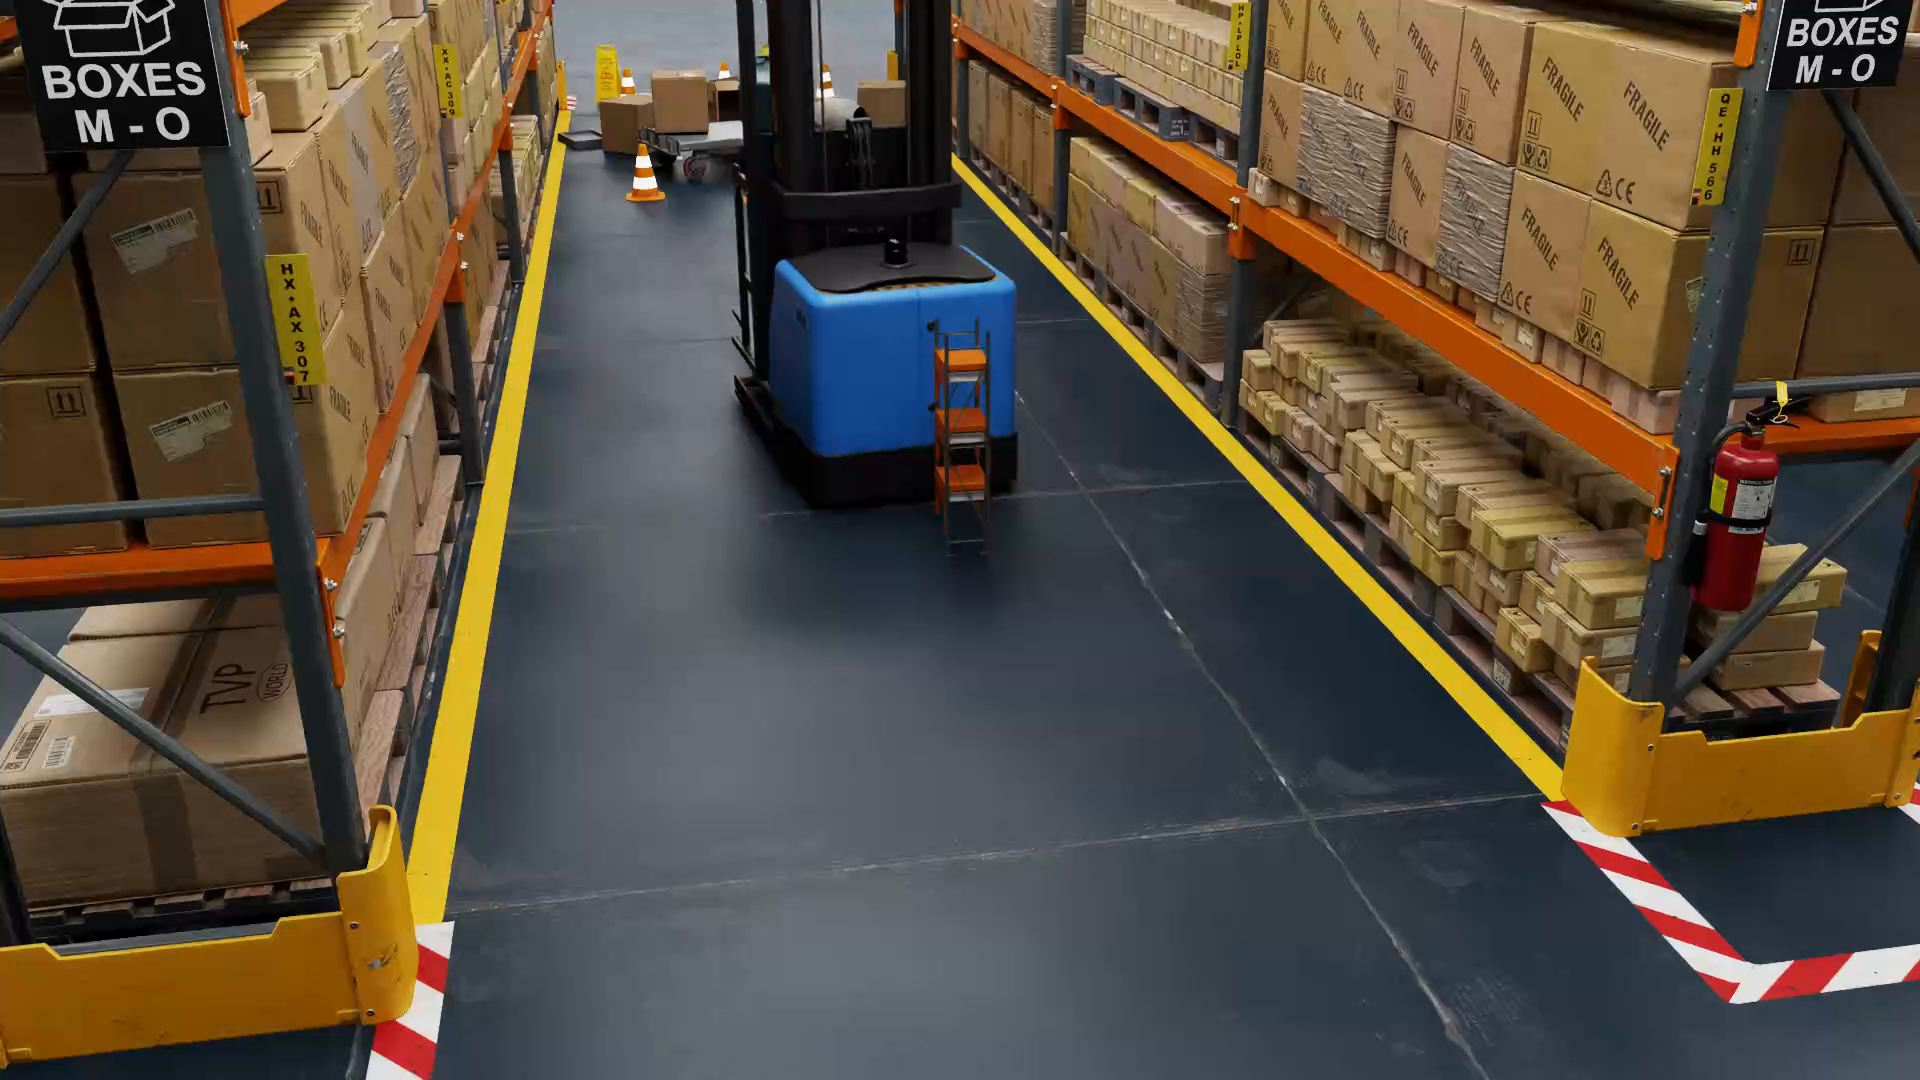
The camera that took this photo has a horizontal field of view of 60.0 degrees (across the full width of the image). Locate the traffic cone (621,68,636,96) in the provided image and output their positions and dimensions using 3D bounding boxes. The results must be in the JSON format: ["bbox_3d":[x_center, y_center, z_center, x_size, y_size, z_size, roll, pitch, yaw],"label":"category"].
[{"bbox_3d":[-3.770,-5.118,18.891,0.336,0.463,0.334,-4,24,-10],"label":"traffic cone"}]

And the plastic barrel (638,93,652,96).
[{"bbox_3d":[-3.247,-4.473,17.463,0.512,0.421,0.421,13,27,27],"label":"plastic barrel"}]

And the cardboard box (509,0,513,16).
[{"bbox_3d":[-3.787,-4.386,13.024,0.500,0.500,0.500,-5,24,-12],"label":"cardboard box"}]

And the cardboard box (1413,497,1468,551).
[{"bbox_3d":[2.103,-0.083,6.857,0.380,0.149,0.250,-4,24,-9],"label":"cardboard box"}]

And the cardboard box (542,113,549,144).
[{"bbox_3d":[-4.221,-3.965,15.992,0.500,0.250,0.500,-5,24,-12],"label":"cardboard box"}]

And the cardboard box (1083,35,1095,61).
[{"bbox_3d":[1.092,-3.500,11.805,0.380,0.149,0.250,-5,24,-10],"label":"cardboard box"}]

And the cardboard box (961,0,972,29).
[{"bbox_3d":[0.301,-5.006,15.340,0.500,0.500,0.500,-4,24,-9],"label":"cardboard box"}]

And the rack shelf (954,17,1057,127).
[{"bbox_3d":[0.838,-4.071,14.222,1.077,0.370,4.000,-4,24,-10],"label":"rack shelf"}]

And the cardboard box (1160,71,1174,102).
[{"bbox_3d":[1.436,-2.771,10.137,0.380,0.149,0.250,-3,24,-7],"label":"cardboard box"}]

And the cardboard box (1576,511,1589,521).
[{"bbox_3d":[2.632,-0.122,6.948,0.380,0.149,0.250,-5,24,-12],"label":"cardboard box"}]

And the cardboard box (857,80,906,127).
[{"bbox_3d":[-0.827,-4.577,17.603,0.500,0.500,0.500,0,24,-1],"label":"cardboard box"}]

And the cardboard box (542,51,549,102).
[{"bbox_3d":[-4.332,-4.519,16.322,0.500,0.500,0.500,-3,24,-8],"label":"cardboard box"}]

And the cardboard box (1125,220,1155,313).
[{"bbox_3d":[1.378,-1.764,10.639,0.500,0.500,0.500,-5,24,-11],"label":"cardboard box"}]

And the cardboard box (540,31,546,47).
[{"bbox_3d":[-4.335,-4.968,16.540,0.380,0.149,0.250,-3,24,-7],"label":"cardboard box"}]

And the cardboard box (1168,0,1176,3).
[{"bbox_3d":[1.390,-3.856,12.706,0.500,0.500,0.500,-4,24,-9],"label":"cardboard box"}]

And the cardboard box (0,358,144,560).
[{"bbox_3d":[-2.508,-0.277,4.511,0.500,0.500,0.500,-4,24,-9],"label":"cardboard box"}]

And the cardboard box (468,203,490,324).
[{"bbox_3d":[-3.431,-1.797,10.248,0.875,0.875,0.875,-4,24,-9],"label":"cardboard box"}]

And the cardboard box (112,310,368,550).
[{"bbox_3d":[-1.965,-0.317,4.603,0.500,0.500,0.500,-4,24,-10],"label":"cardboard box"}]

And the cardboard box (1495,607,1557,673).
[{"bbox_3d":[2.238,0.362,6.211,0.380,0.149,0.250,-4,24,-8],"label":"cardboard box"}]

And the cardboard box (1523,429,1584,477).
[{"bbox_3d":[2.662,-0.373,7.150,0.380,0.149,0.250,-4,24,-9],"label":"cardboard box"}]

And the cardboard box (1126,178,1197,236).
[{"bbox_3d":[1.368,-2.115,10.507,0.500,0.250,0.500,-5,24,-12],"label":"cardboard box"}]

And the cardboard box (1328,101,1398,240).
[{"bbox_3d":[1.948,-1.614,7.202,0.500,0.500,0.500,-5,24,-11],"label":"cardboard box"}]

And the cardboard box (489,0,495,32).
[{"bbox_3d":[-3.285,-3.528,10.705,0.500,0.500,0.500,-5,24,-11],"label":"cardboard box"}]

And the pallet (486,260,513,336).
[{"bbox_3d":[-3.566,-1.614,11.182,1.003,0.211,1.213,-4,24,-10],"label":"pallet"}]

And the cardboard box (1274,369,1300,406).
[{"bbox_3d":[1.835,-0.804,8.508,0.380,0.149,0.250,-4,24,-9],"label":"cardboard box"}]

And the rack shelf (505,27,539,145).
[{"bbox_3d":[-4.008,-3.665,13.292,1.077,0.370,4.000,-4,24,-10],"label":"rack shelf"}]

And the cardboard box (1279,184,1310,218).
[{"bbox_3d":[1.799,-1.693,8.194,0.380,0.149,0.250,-4,24,-8],"label":"cardboard box"}]

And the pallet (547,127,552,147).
[{"bbox_3d":[-4.766,-4.246,17.207,1.003,0.211,1.213,-4,24,-10],"label":"pallet"}]

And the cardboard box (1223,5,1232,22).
[{"bbox_3d":[1.934,-3.403,10.839,0.380,0.149,0.250,-4,24,-10],"label":"cardboard box"}]

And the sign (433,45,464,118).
[{"bbox_3d":[-2.353,-2.109,7.650,0.100,0.325,0.005,-4,24,-10],"label":"sign"}]

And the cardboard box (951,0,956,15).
[{"bbox_3d":[0.388,-5.400,16.179,0.875,0.550,0.550,-4,24,-10],"label":"cardboard box"}]

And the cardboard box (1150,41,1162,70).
[{"bbox_3d":[1.393,-3.010,10.312,0.380,0.149,0.250,-3,24,-8],"label":"cardboard box"}]

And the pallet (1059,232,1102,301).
[{"bbox_3d":[1.351,-2.028,12.130,1.003,0.211,1.213,-4,24,-10],"label":"pallet"}]

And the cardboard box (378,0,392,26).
[{"bbox_3d":[-2.587,-2.226,6.915,0.380,0.149,0.250,-4,24,-8],"label":"cardboard box"}]

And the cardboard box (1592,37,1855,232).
[{"bbox_3d":[2.358,-1.269,5.162,0.500,0.500,0.500,-5,24,-11],"label":"cardboard box"}]

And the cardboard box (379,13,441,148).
[{"bbox_3d":[-2.540,-1.973,7.146,0.500,0.500,0.500,-5,24,-10],"label":"cardboard box"}]

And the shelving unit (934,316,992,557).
[{"bbox_3d":[0.010,-0.460,7.492,0.215,1.050,0.252,-4,24,-10],"label":"shelving unit"}]

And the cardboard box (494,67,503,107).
[{"bbox_3d":[-3.289,-2.959,10.965,0.500,0.250,0.500,-5,24,-12],"label":"cardboard box"}]

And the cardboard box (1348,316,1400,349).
[{"bbox_3d":[2.269,-1.078,8.765,0.380,0.149,0.250,-4,24,-8],"label":"cardboard box"}]

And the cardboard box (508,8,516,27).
[{"bbox_3d":[-3.837,-4.274,13.577,0.380,0.149,0.250,-4,24,-10],"label":"cardboard box"}]

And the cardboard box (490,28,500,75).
[{"bbox_3d":[-3.299,-3.196,10.883,0.500,0.250,0.500,-4,24,-10],"label":"cardboard box"}]

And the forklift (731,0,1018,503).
[{"bbox_3d":[-0.655,-2.085,8.862,1.130,2.935,3.031,-7,25,-16],"label":"forklift"}]

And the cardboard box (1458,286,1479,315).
[{"bbox_3d":[2.198,-0.972,6.543,0.380,0.149,0.250,-5,24,-12],"label":"cardboard box"}]

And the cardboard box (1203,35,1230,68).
[{"bbox_3d":[1.585,-2.741,9.324,0.380,0.149,0.250,-5,24,-11],"label":"cardboard box"}]

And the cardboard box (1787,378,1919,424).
[{"bbox_3d":[2.950,-0.504,5.469,0.380,0.149,0.250,-4,24,-10],"label":"cardboard box"}]

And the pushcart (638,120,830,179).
[{"bbox_3d":[-2.146,-3.768,15.905,1.648,0.377,0.936,-13,27,-28],"label":"pushcart"}]

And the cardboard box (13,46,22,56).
[{"bbox_3d":[-2.712,-1.486,5.221,0.380,0.149,0.250,-4,24,-8],"label":"cardboard box"}]

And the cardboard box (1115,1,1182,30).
[{"bbox_3d":[1.245,-3.461,10.973,0.380,0.149,0.250,-5,24,-12],"label":"cardboard box"}]

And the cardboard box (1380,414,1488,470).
[{"bbox_3d":[2.072,-0.432,7.284,0.380,0.149,0.250,-4,24,-9],"label":"cardboard box"}]

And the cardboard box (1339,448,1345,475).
[{"bbox_3d":[2.026,-0.361,7.867,0.380,0.149,0.250,-5,24,-12],"label":"cardboard box"}]

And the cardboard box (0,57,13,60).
[{"bbox_3d":[-9.224,-4.413,15.768,0.500,0.250,0.500,-3,24,-8],"label":"cardboard box"}]

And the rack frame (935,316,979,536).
[{"bbox_3d":[-0.013,-0.508,7.602,0.200,1.050,0.008,-4,24,-10],"label":"rack frame"}]

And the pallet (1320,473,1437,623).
[{"bbox_3d":[2.336,-0.020,7.532,1.003,0.211,1.213,-4,24,-10],"label":"pallet"}]

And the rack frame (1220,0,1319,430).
[{"bbox_3d":[1.948,-2.040,8.674,1.000,3.000,0.127,-4,24,-10],"label":"rack frame"}]

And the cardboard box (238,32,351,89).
[{"bbox_3d":[-2.178,-1.534,5.329,0.380,0.149,0.250,-4,24,-9],"label":"cardboard box"}]
